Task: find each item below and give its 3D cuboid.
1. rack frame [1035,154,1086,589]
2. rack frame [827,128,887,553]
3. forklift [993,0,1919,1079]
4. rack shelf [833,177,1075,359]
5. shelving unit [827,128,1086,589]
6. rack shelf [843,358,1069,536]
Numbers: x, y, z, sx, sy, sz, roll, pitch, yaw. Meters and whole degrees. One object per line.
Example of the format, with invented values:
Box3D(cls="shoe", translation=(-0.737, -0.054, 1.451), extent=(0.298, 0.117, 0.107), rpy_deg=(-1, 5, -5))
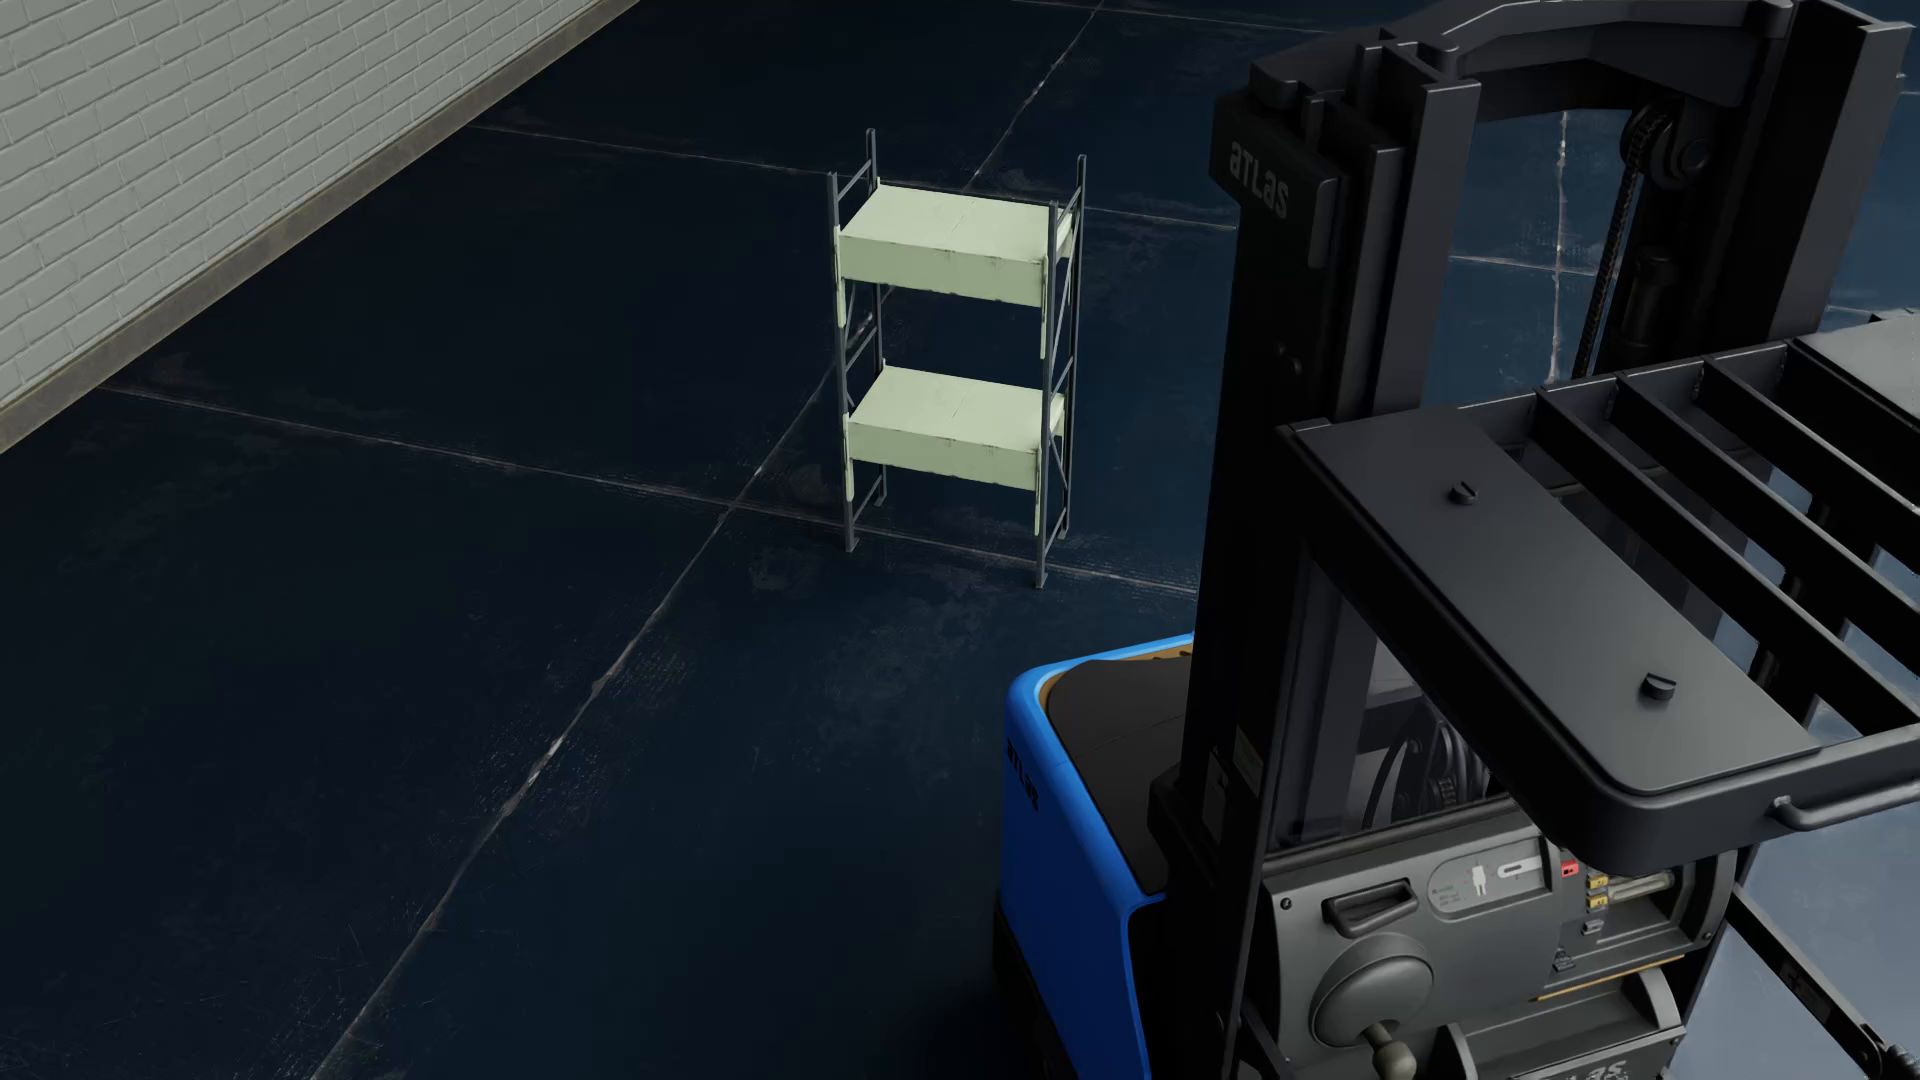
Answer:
Box3D(cls="rack frame", translation=(0.343, -0.541, 5.719), extent=(0.023, 1.500, 0.400), rpy_deg=(10, 38, 14))
Box3D(cls="rack frame", translation=(-0.356, -0.670, 5.895), extent=(0.023, 1.500, 0.400), rpy_deg=(10, 38, 14))
Box3D(cls="forklift", translation=(1.038, 0.742, 2.769), extent=(1.130, 2.935, 3.031), rpy_deg=(-11, 38, -15))
Box3D(cls="rack shelf", translation=(-0.006, -0.920, 5.576), extent=(0.720, 0.370, 0.431), rpy_deg=(10, 38, 14))
Box3D(cls="shelving unit", translation=(-0.006, -0.605, 5.807), extent=(0.755, 1.500, 0.431), rpy_deg=(10, 38, 14))
Box3D(cls="rack shelf", translation=(-0.006, -0.343, 6.000), extent=(0.720, 0.370, 0.431), rpy_deg=(10, 38, 14))
